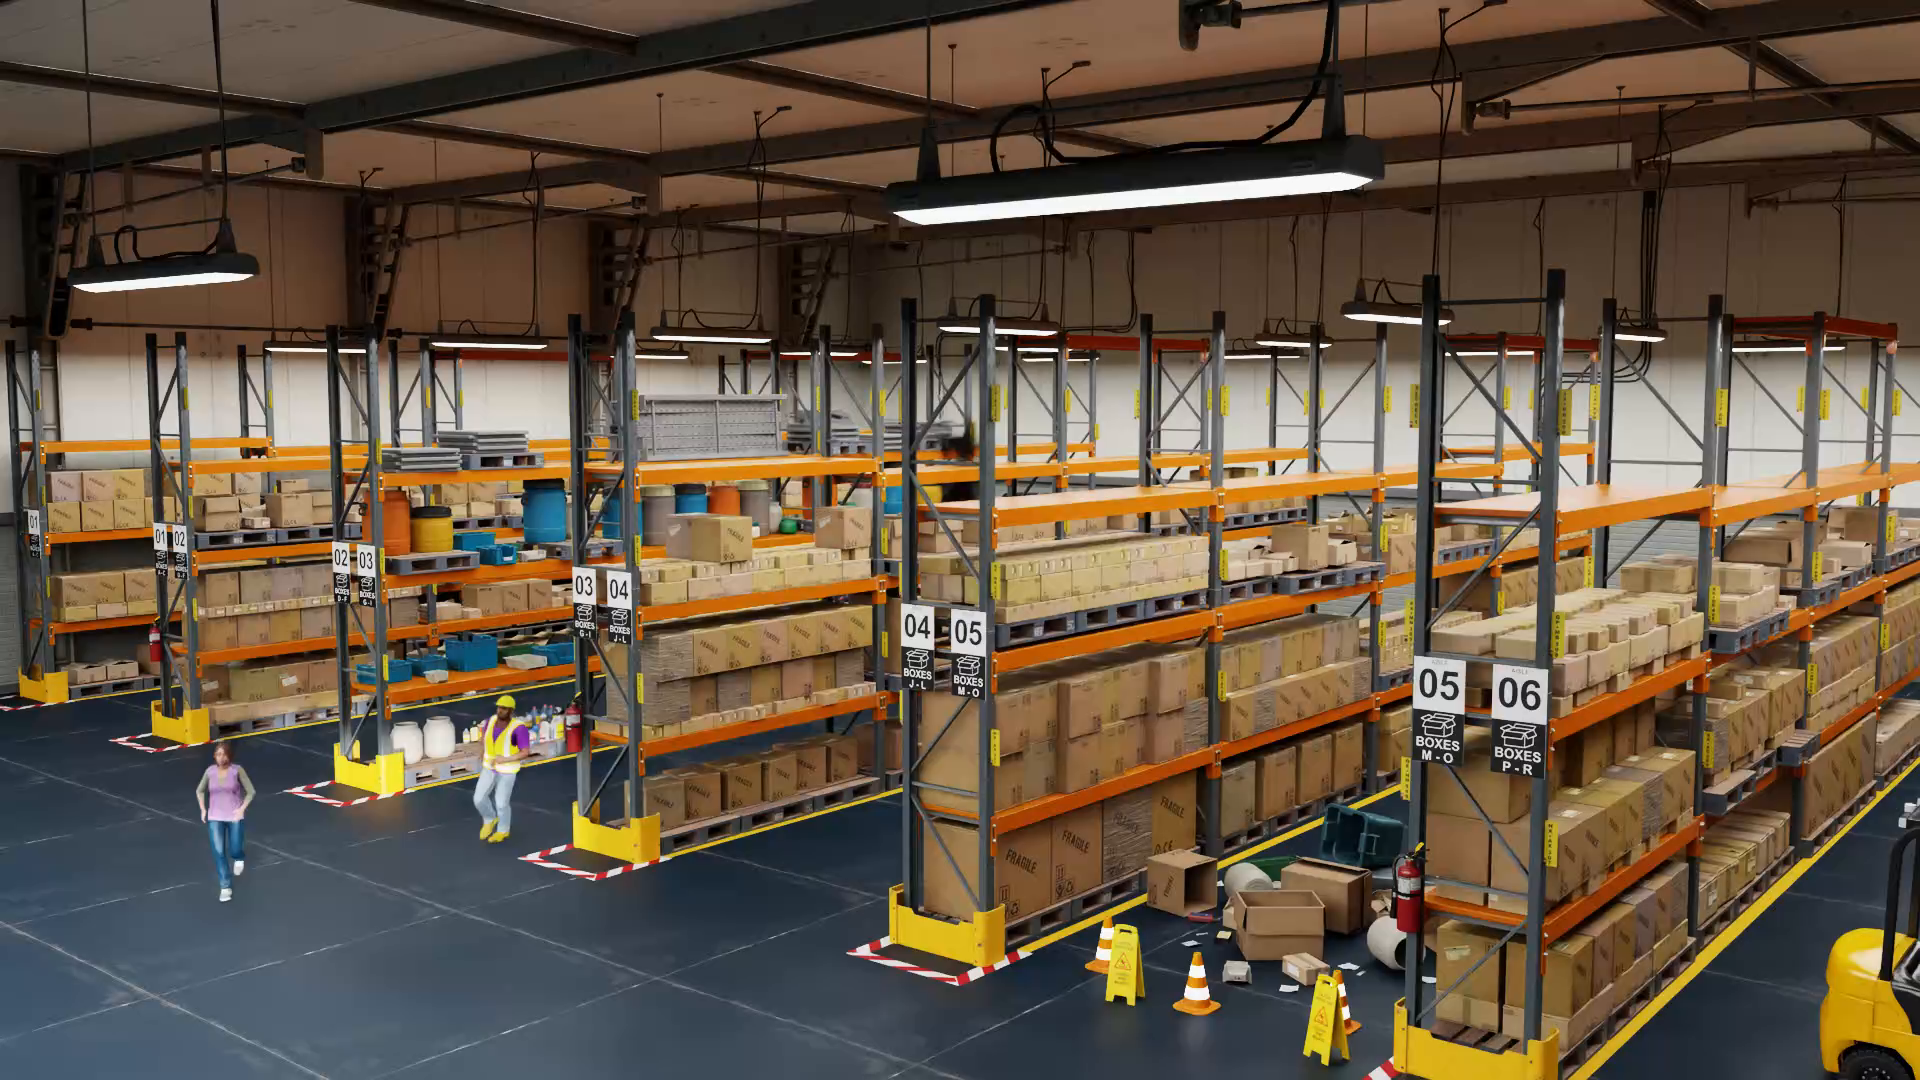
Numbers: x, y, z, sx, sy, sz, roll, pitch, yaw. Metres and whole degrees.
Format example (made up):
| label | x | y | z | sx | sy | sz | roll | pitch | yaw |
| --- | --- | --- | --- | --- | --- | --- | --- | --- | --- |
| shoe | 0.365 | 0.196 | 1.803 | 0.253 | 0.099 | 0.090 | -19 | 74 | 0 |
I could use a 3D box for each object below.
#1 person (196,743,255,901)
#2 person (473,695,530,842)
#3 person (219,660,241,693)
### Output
| label | x | y | z | sx | sy | sz | roll | pitch | yaw |
| --- | --- | --- | --- | --- | --- | --- | --- | --- | --- |
| person | -7.531 | 2.850 | 17.062 | 0.569 | 1.570 | 0.730 | -1 | 5 | -15 |
| person | -5.194 | 2.610 | 18.906 | 0.695 | 1.732 | 0.612 | 1 | 5 | 13 |
| person | -11.818 | 1.912 | 26.997 | 0.606 | 1.653 | 0.599 | 3 | 6 | 28 |
